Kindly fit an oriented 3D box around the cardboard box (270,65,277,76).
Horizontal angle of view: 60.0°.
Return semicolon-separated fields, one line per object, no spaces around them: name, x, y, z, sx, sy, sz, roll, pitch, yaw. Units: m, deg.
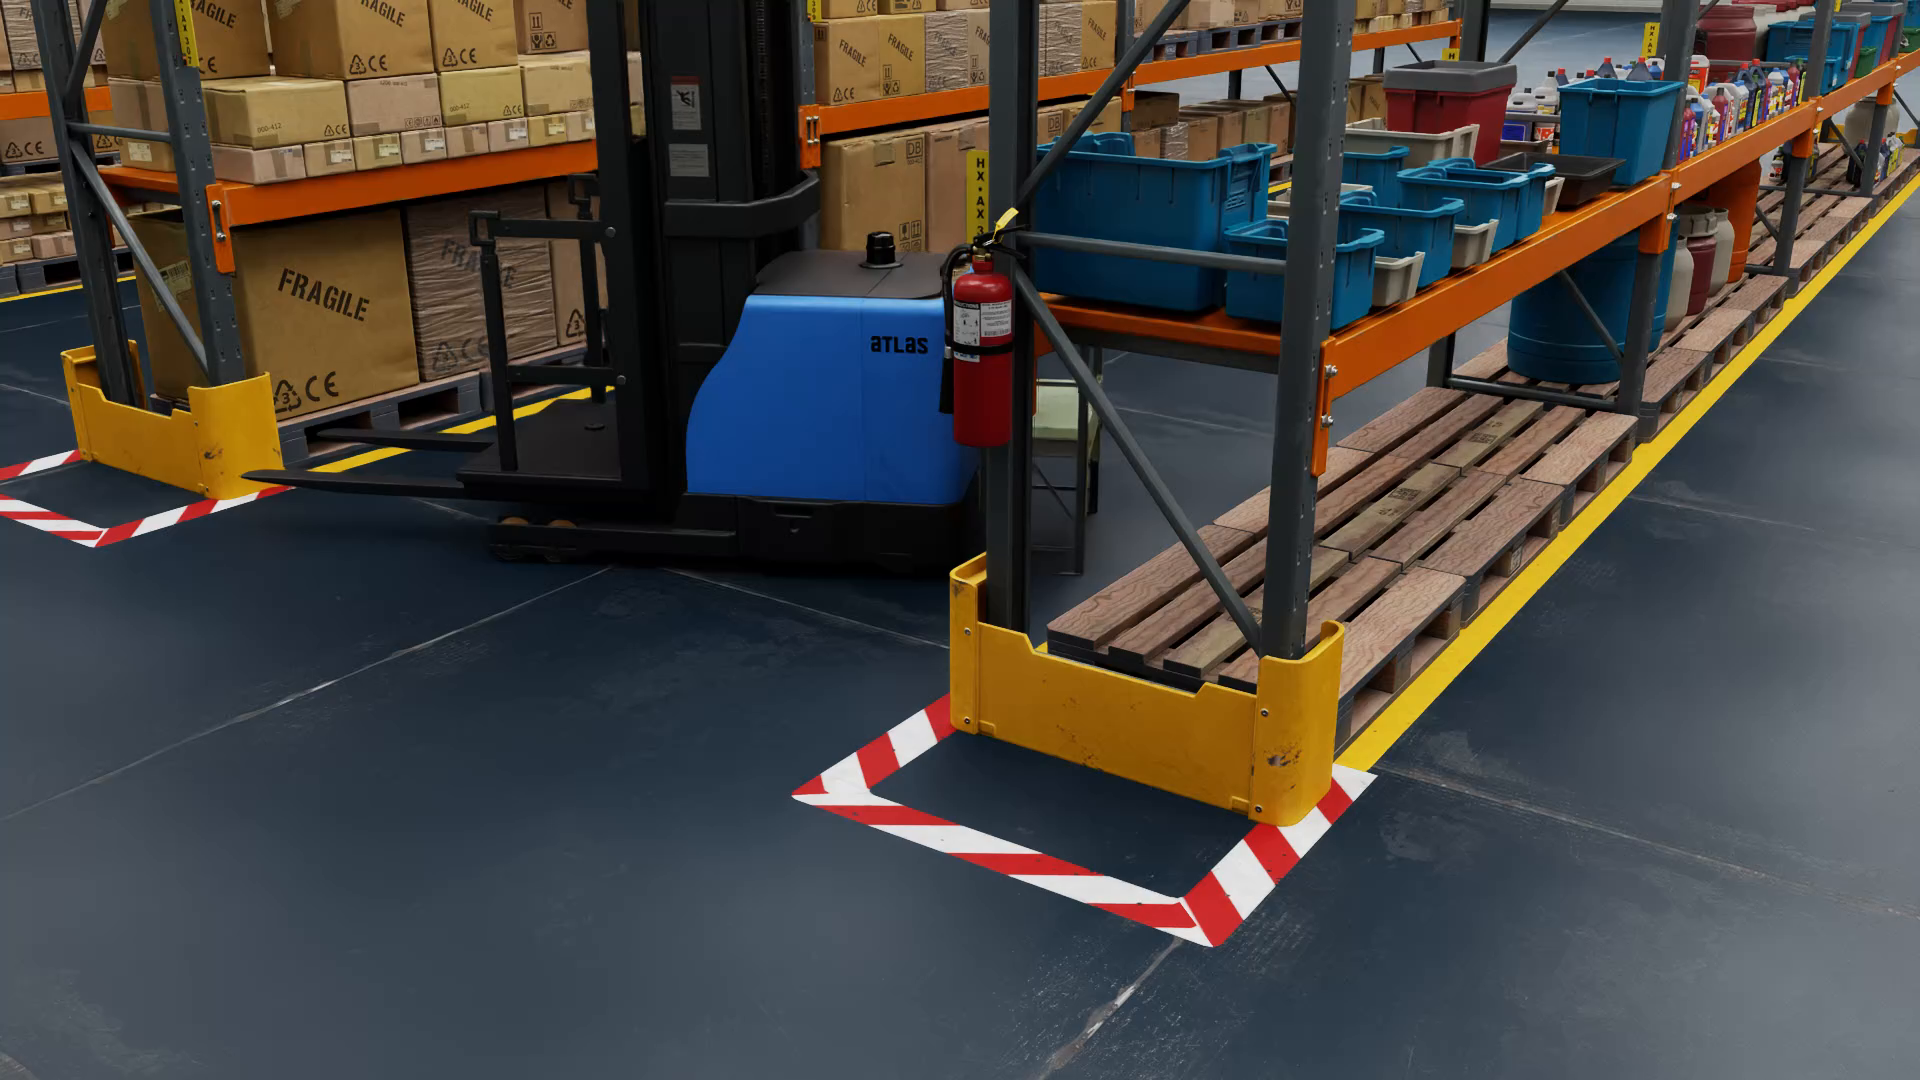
cardboard box;-3.232;-2.146;8.030;0.500;0.250;0.500;13;24;31

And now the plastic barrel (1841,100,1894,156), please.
plastic barrel;8.932;-4.048;16.365;0.421;0.512;0.421;0;20;0

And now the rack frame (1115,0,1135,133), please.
rack frame;0.927;-4.036;13.352;1.000;3.000;0.127;13;24;32

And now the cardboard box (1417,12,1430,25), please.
cardboard box;5.042;-5.869;18.670;0.380;0.149;0.250;13;24;32

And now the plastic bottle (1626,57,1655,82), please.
plastic bottle;3.841;-2.552;9.410;0.144;0.351;0.185;13;24;32

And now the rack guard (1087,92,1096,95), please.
rack guard;1.392;-6.162;22.703;1.175;0.500;0.348;13;24;32

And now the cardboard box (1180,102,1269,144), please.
cardboard box;2.529;-3.912;15.987;0.700;0.500;0.500;13;24;31

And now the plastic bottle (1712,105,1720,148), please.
plastic bottle;3.753;-2.076;8.341;0.097;0.201;0.097;0;20;0

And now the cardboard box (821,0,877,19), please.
cardboard box;-0.970;-3.590;10.557;0.797;0.503;0.637;13;24;30

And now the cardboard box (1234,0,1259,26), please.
cardboard box;2.277;-4.913;14.970;0.797;0.503;0.637;16;26;37

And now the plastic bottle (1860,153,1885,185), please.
plastic bottle;7.972;-3.250;14.520;0.152;0.276;0.135;14;25;34

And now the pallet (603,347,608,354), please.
pallet;-1.814;-1.377;10.184;1.003;0.211;1.213;13;24;32

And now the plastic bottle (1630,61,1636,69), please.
plastic bottle;4.010;-2.725;9.978;0.061;0.283;0.133;13;24;32

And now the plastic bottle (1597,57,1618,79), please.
plastic bottle;3.640;-2.543;9.386;0.144;0.351;0.185;13;24;32

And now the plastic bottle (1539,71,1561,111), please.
plastic bottle;3.021;-2.227;8.532;0.144;0.351;0.185;13;24;32

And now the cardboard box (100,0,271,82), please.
cardboard box;-3.514;-2.352;7.507;0.500;0.500;0.500;14;24;32

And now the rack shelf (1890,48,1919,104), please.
rack shelf;8.396;-4.454;15.519;1.077;0.370;4.000;13;24;32

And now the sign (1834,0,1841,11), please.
sign;9.068;-5.603;17.191;0.100;0.325;0.005;13;24;32

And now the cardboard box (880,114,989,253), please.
cardboard box;-0.477;-2.533;11.745;1.225;0.875;0.875;12;24;30

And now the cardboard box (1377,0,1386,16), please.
cardboard box;3.987;-5.787;17.512;0.875;0.500;0.500;13;24;32

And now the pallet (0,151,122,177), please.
pallet;-9.146;-3.749;16.596;1.003;0.211;1.213;13;24;32

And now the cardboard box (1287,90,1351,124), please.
cardboard box;3.749;-4.481;17.553;0.500;0.500;0.500;-15;25;-35

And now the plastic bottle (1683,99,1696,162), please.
plastic bottle;3.409;-1.928;7.821;0.061;0.283;0.133;13;24;32

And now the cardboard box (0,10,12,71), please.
cardboard box;-6.569;-3.295;10.775;0.500;0.500;0.500;14;24;33

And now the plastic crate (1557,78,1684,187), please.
plastic crate;2.794;-1.742;7.088;0.392;0.384;0.575;13;24;32

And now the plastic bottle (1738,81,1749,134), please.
plastic bottle;4.143;-2.308;8.867;0.097;0.271;0.097;0;20;0

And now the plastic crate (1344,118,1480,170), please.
plastic crate;1.764;-1.492;6.560;0.437;0.282;0.530;13;24;32

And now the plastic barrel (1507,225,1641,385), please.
plastic barrel;3.094;-1.288;8.342;0.600;0.901;0.708;13;24;32

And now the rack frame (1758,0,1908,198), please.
rack frame;7.272;-4.217;13.843;1.000;3.000;0.127;13;24;32

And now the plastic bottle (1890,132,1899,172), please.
plastic bottle;8.518;-3.562;15.254;0.144;0.351;0.185;14;25;34

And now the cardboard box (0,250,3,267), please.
cardboard box;-6.609;-1.900;11.082;0.380;0.149;0.250;14;24;32

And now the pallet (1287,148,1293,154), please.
pallet;3.524;-4.075;17.478;1.003;0.211;1.213;13;24;32

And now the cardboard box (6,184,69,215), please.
cardboard box;-6.317;-2.341;11.417;0.380;0.149;0.250;14;24;33

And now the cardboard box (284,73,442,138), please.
cardboard box;-2.790;-2.045;7.757;0.500;0.250;0.500;13;24;31

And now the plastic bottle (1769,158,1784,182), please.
plastic bottle;7.218;-3.276;14.698;0.097;0.201;0.097;0;20;0

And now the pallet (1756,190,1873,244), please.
pallet;6.862;-2.677;13.697;1.003;0.211;1.213;13;24;32

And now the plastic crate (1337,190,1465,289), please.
plastic crate;1.307;-0.920;5.082;0.416;0.233;0.300;13;24;32

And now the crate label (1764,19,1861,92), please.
crate label;5.805;-3.319;11.362;0.502;0.435;0.616;13;24;32

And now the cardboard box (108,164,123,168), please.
cardboard box;-6.165;-2.736;12.484;0.380;0.149;0.250;13;24;30

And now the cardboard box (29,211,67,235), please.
cardboard box;-6.421;-2.224;11.530;0.380;0.149;0.250;15;25;35

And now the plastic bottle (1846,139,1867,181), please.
plastic bottle;7.949;-3.360;14.710;0.144;0.351;0.185;13;24;32

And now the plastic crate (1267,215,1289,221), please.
plastic crate;1.010;-1.029;5.515;0.396;0.136;0.243;13;24;32

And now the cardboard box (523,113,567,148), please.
cardboard box;-2.234;-2.102;8.485;0.380;0.149;0.250;13;24;30

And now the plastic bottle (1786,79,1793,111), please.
plastic bottle;4.939;-2.682;9.977;0.097;0.201;0.097;0;20;0

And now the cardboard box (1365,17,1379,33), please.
cardboard box;4.121;-5.352;17.273;0.380;0.149;0.250;13;24;32

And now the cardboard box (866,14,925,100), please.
cardboard box;-0.575;-3.163;10.847;0.500;0.500;0.500;13;24;32

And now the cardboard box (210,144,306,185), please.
cardboard box;-3.098;-1.660;7.291;0.380;0.149;0.250;14;24;32

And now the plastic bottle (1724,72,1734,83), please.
plastic bottle;4.283;-2.463;9.268;0.061;0.283;0.133;13;24;32

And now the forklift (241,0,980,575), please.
forklift;-1.411;-1.462;6.493;3.031;2.935;1.130;3;21;8

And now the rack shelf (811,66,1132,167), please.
rack shelf;-0.197;-3.124;11.925;1.077;0.370;4.000;13;24;32

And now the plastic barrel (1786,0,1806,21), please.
plastic barrel;6.140;-3.839;12.624;0.433;0.535;0.433;0;20;0

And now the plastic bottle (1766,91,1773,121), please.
plastic bottle;4.556;-2.486;9.449;0.097;0.201;0.097;0;20;0

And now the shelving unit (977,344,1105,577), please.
shelving unit;0.331;-0.702;6.501;0.431;1.500;0.755;3;21;8
